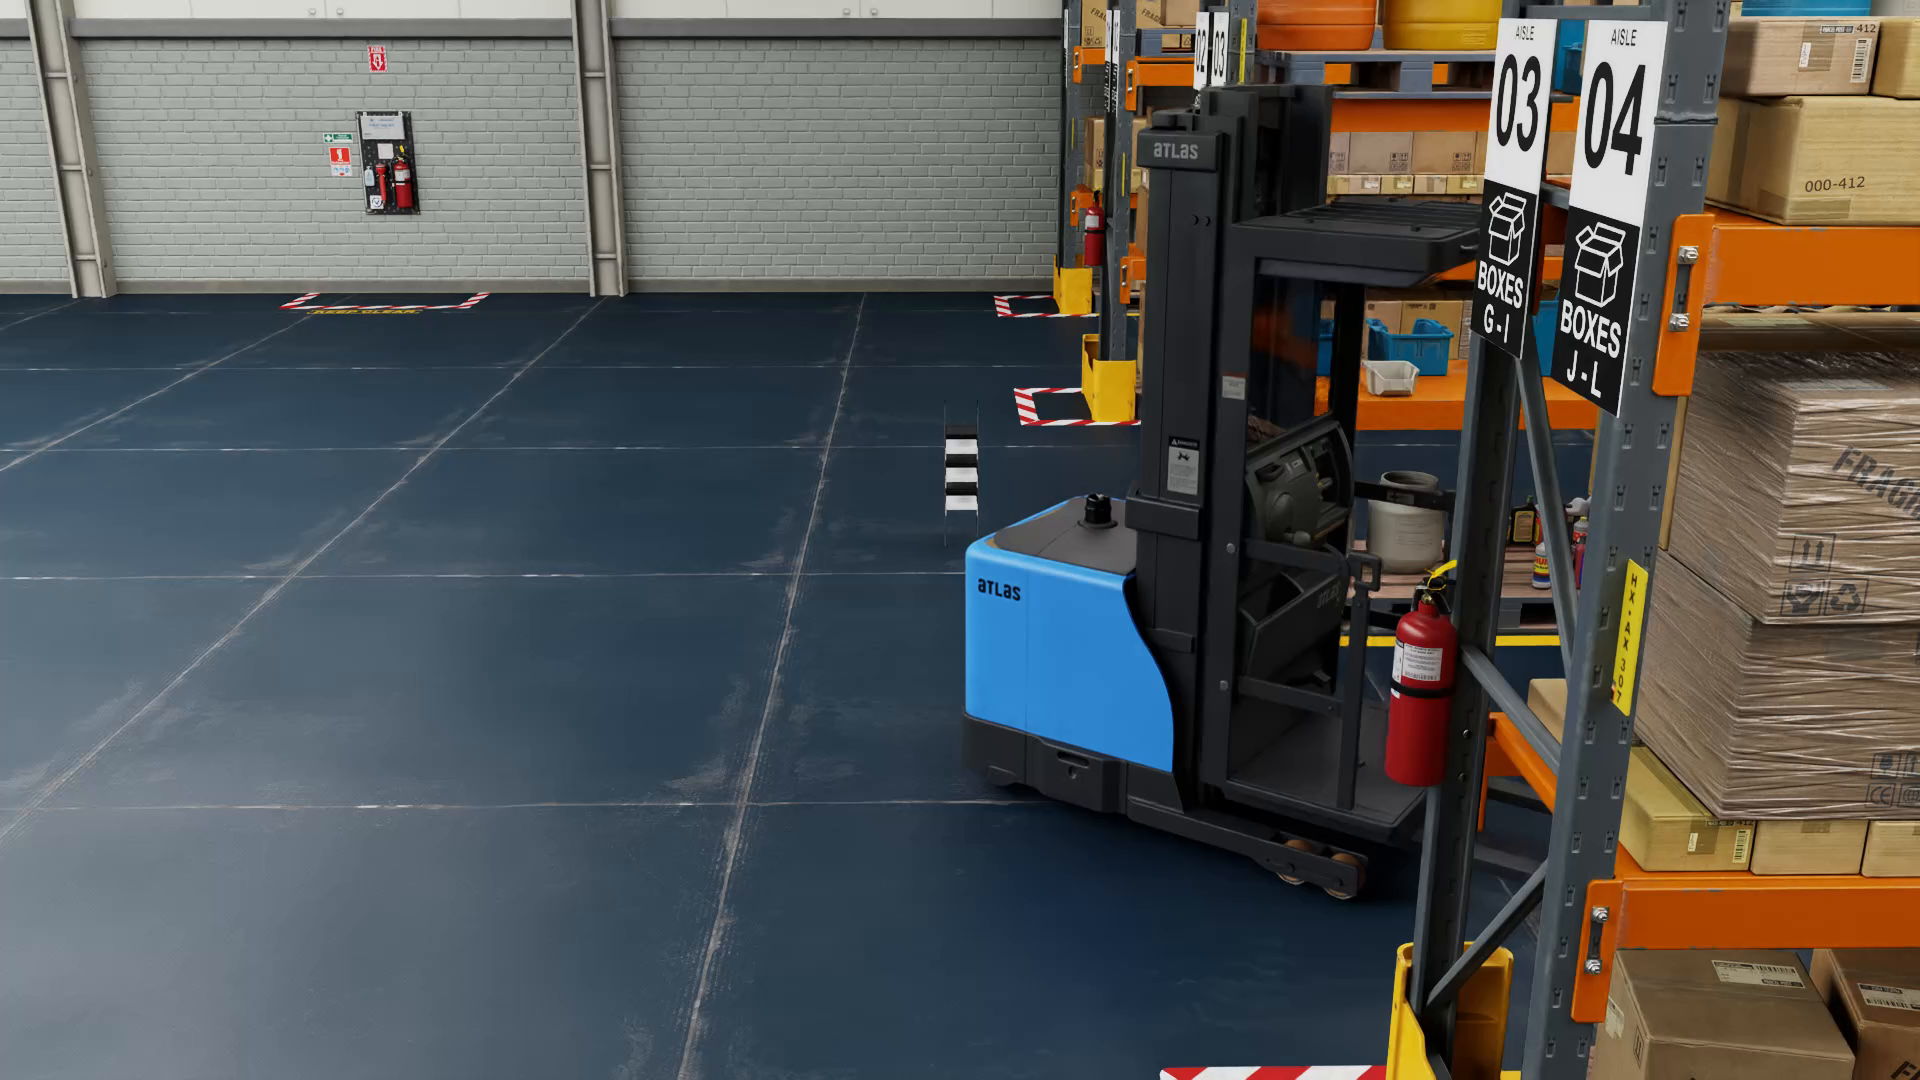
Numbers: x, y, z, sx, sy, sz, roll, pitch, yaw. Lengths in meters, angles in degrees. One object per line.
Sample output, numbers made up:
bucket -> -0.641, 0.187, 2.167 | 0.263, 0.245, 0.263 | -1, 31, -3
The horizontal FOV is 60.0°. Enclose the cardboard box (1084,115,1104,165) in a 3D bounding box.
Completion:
cardboard box -> 1.658, -4.445, 18.479 | 0.500, 0.500, 0.500 | 0, 18, -1

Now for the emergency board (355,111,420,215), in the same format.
emergency board -> -6.594, -4.321, 19.107 | 0.643, 1.169, 0.194 | 0, 18, -1

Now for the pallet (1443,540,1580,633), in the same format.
pallet -> 3.451, 0.249, 9.426 | 1.213, 0.211, 1.003 | 0, 18, -1

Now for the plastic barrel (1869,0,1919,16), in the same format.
plastic barrel -> 4.913, -2.816, 8.633 | 0.421, 0.512, 0.421 | 0, 18, 0

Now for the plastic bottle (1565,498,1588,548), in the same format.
plastic bottle -> 3.567, -0.106, 9.705 | 0.135, 0.276, 0.152 | -1, 18, -2

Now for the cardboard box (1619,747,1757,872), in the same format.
cardboard box -> 1.714, 0.647, 4.032 | 0.250, 0.149, 0.380 | 0, 18, -1

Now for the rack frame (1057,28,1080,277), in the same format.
rack frame -> 1.190, -4.083, 18.364 | 0.127, 3.000, 1.000 | 0, 18, -1

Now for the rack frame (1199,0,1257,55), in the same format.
rack frame -> 1.347, -3.914, 8.015 | 0.127, 3.000, 1.000 | 0, 18, -1

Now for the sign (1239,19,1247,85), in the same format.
sign -> 1.351, -2.322, 7.948 | 0.005, 0.325, 0.100 | 0, 18, -1

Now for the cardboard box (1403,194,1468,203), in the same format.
cardboard box -> 3.799, -2.627, 13.662 | 0.500, 0.500, 0.700 | 0, 18, 0

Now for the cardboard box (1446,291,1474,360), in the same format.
cardboard box -> 4.311, -1.769, 13.738 | 0.500, 0.500, 0.500 | 0, 18, -1

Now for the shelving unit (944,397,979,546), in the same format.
shelving unit -> 0.008, -0.429, 10.410 | 0.210, 0.900, 0.258 | 0, 18, -1

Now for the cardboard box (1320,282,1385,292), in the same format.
cardboard box -> 3.303, -1.922, 14.216 | 0.500, 0.500, 0.500 | 0, 18, -1

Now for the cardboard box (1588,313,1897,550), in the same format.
cardboard box -> 1.971, -0.288, 4.246 | 0.500, 0.500, 0.500 | 0, 18, -1

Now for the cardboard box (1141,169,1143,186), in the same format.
cardboard box -> 2.202, -3.933, 18.111 | 0.500, 0.250, 0.500 | -1, 18, -3

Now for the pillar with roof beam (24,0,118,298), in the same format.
pillar with roof beam -> -10.054, -5.834, 14.003 | 0.400, 9.000, 9.100 | 0, 18, -1

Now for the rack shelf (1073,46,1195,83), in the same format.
rack shelf -> 3.190, -5.178, 18.046 | 4.000, 0.370, 1.077 | 0, 18, -1

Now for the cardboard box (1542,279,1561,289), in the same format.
cardboard box -> 6.441, -3.148, 18.821 | 0.500, 0.500, 0.700 | -1, 18, -2

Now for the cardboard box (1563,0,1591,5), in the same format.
cardboard box -> 4.764, -4.410, 13.393 | 0.500, 0.500, 0.500 | 1, 18, 4

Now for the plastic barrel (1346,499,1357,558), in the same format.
plastic barrel -> 2.004, -0.099, 9.330 | 0.421, 0.512, 0.421 | 0, 18, 0

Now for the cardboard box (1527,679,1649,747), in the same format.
cardboard box -> 1.707, 0.511, 4.455 | 0.250, 0.149, 0.380 | 0, 18, -1

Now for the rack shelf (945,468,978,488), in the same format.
rack shelf -> 0.008, -0.397, 10.420 | 0.200, 0.077, 0.258 | 0, 18, -1

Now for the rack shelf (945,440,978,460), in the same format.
rack shelf -> 0.008, -0.568, 10.365 | 0.200, 0.077, 0.258 | 0, 18, -1

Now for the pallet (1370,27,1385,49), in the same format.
pallet -> 3.203, -3.958, 13.210 | 1.213, 0.211, 1.003 | 0, 18, -1

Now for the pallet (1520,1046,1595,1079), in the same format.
pallet -> 2.314, 1.790, 4.622 | 1.213, 0.211, 1.003 | 0, 18, -1

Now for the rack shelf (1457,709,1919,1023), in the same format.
rack shelf -> 3.425, 0.789, 4.356 | 4.000, 0.370, 1.077 | 0, 18, -1

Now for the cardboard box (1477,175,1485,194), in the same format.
cardboard box -> 4.232, -2.875, 13.373 | 0.250, 0.149, 0.380 | 0, 18, -1

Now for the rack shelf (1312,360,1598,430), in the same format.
rack shelf -> 3.346, -0.724, 9.072 | 4.000, 0.370, 1.077 | 0, 18, -1

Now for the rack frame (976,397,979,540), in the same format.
rack frame -> 0.110, -0.429, 10.412 | 0.006, 0.900, 0.240 | 0, 18, -1

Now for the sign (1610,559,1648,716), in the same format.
sign -> 1.434, 0.209, 3.567 | 0.005, 0.325, 0.100 | 0, 18, -1

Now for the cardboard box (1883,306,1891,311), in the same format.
cardboard box -> 8.218, -1.848, 14.294 | 0.500, 0.311, 0.500 | -1, 18, -2

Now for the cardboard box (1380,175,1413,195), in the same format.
cardboard box -> 3.468, -2.871, 13.361 | 0.250, 0.149, 0.380 | 0, 18, 1

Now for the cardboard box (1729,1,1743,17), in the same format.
cardboard box -> 5.888, -4.146, 13.209 | 0.500, 0.250, 0.500 | 2, 18, 5

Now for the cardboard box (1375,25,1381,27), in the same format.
cardboard box -> 4.183, -5.511, 17.709 | 0.500, 0.500, 0.500 | -2, 18, -6

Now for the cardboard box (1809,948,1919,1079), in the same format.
cardboard box -> 2.647, 1.435, 4.569 | 0.500, 0.500, 0.500 | 4, 18, 14

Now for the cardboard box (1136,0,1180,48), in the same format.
cardboard box -> 2.066, -5.485, 17.629 | 0.500, 0.500, 0.500 | 1, 18, 3

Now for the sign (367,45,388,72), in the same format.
sign -> -6.604, -5.455, 18.848 | 0.199, 0.298, 0.001 | 0, 18, -1

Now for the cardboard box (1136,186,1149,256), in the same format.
cardboard box -> 1.739, -2.616, 13.627 | 0.500, 0.500, 0.700 | 0, 18, -1

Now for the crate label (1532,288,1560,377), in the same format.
crate label -> 3.183, -1.165, 9.212 | 0.616, 0.435, 0.502 | 0, 18, -1

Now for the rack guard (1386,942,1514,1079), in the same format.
rack guard -> 1.501, 1.646, 4.599 | 0.348, 0.500, 1.175 | 0, 18, -1

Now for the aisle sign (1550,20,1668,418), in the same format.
aisle sign -> 1.368, -0.690, 3.533 | 0.004, 0.787, 0.394 | 0, 18, -1

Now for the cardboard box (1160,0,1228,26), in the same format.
cardboard box -> 1.847, -4.315, 13.093 | 0.637, 0.503, 0.797 | 1, 18, 3

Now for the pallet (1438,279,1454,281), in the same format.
pallet -> 5.968, -2.778, 18.863 | 1.213, 0.211, 1.003 | 0, 18, -1

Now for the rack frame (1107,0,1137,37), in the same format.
rack frame -> 1.272, -5.426, 12.732 | 0.127, 3.000, 1.000 | 0, 18, -1

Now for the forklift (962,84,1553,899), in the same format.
forklift -> 1.509, -0.219, 6.432 | 3.031, 2.935, 1.130 | 12, 21, 33

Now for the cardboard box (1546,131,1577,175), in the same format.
cardboard box -> 4.828, -3.250, 13.482 | 0.500, 0.500, 0.700 | 0, 18, -1

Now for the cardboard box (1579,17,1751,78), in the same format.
cardboard box -> 1.698, -1.188, 4.021 | 0.250, 0.149, 0.380 | 0, 18, -1

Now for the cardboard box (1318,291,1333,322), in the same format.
cardboard box -> 2.812, -1.762, 13.715 | 0.500, 0.500, 0.500 | 0, 18, -1

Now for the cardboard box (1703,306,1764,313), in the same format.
cardboard box -> 6.691, -1.842, 14.276 | 0.500, 0.311, 0.500 | 0, 18, -1

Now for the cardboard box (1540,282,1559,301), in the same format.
cardboard box -> 4.803, -1.930, 14.240 | 0.500, 0.500, 0.500 | 0, 18, -1

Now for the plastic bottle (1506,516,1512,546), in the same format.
plastic bottle -> 3.176, -0.077, 9.737 | 0.097, 0.201, 0.097 | 0, 18, 0

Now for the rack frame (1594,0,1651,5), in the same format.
rack frame -> 5.272, -5.446, 12.792 | 0.127, 3.000, 1.000 | 0, 18, -1

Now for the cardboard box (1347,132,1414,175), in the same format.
cardboard box -> 3.323, -3.243, 13.459 | 0.500, 0.500, 0.700 | 0, 18, -1

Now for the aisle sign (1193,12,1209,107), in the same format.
aisle sign -> 1.270, -2.385, 8.816 | 0.004, 0.787, 0.394 | 0, 18, -1

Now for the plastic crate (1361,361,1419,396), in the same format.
plastic crate -> 2.247, -0.837, 8.679 | 0.250, 0.136, 0.298 | 0, 18, -1
